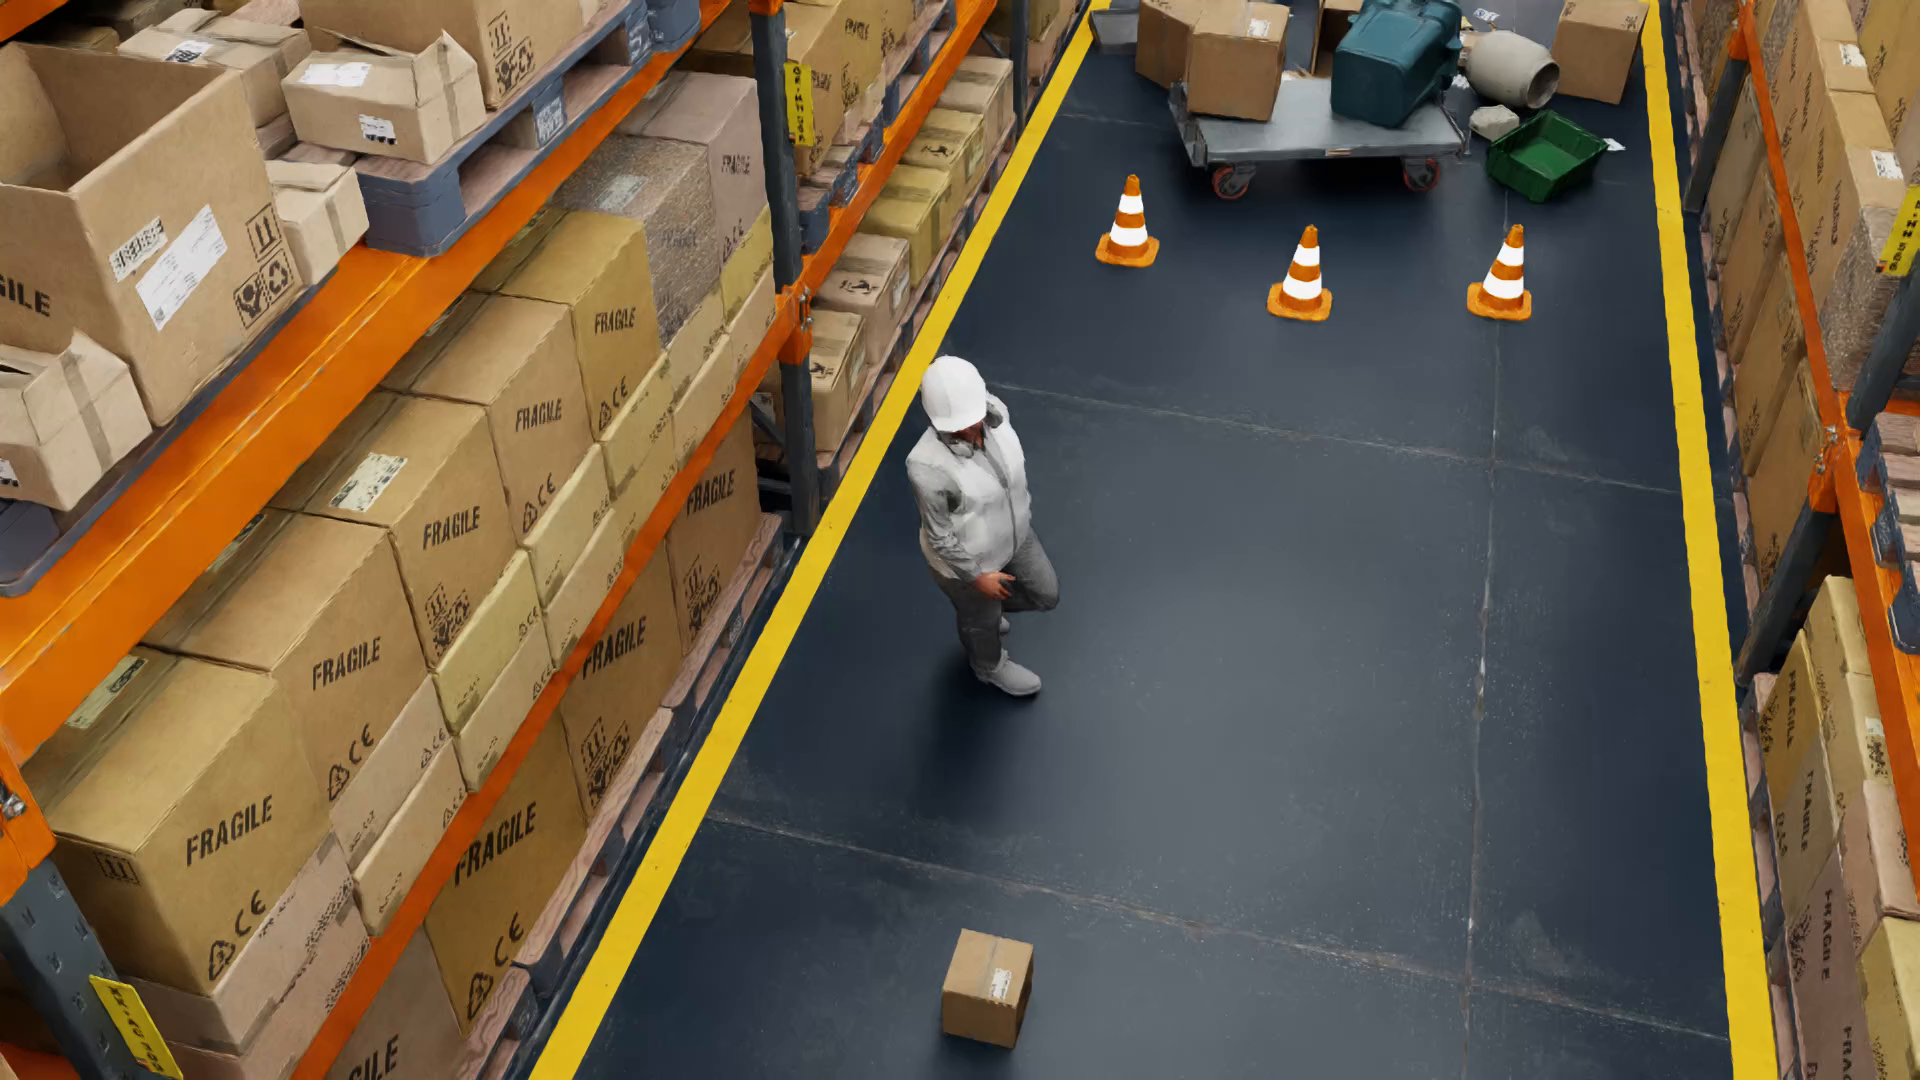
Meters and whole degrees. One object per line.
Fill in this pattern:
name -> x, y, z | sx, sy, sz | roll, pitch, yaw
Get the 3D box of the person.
person -> 0.076, -0.018, 6.174 | 0.491, 1.741, 0.696 | 22, 46, 24
